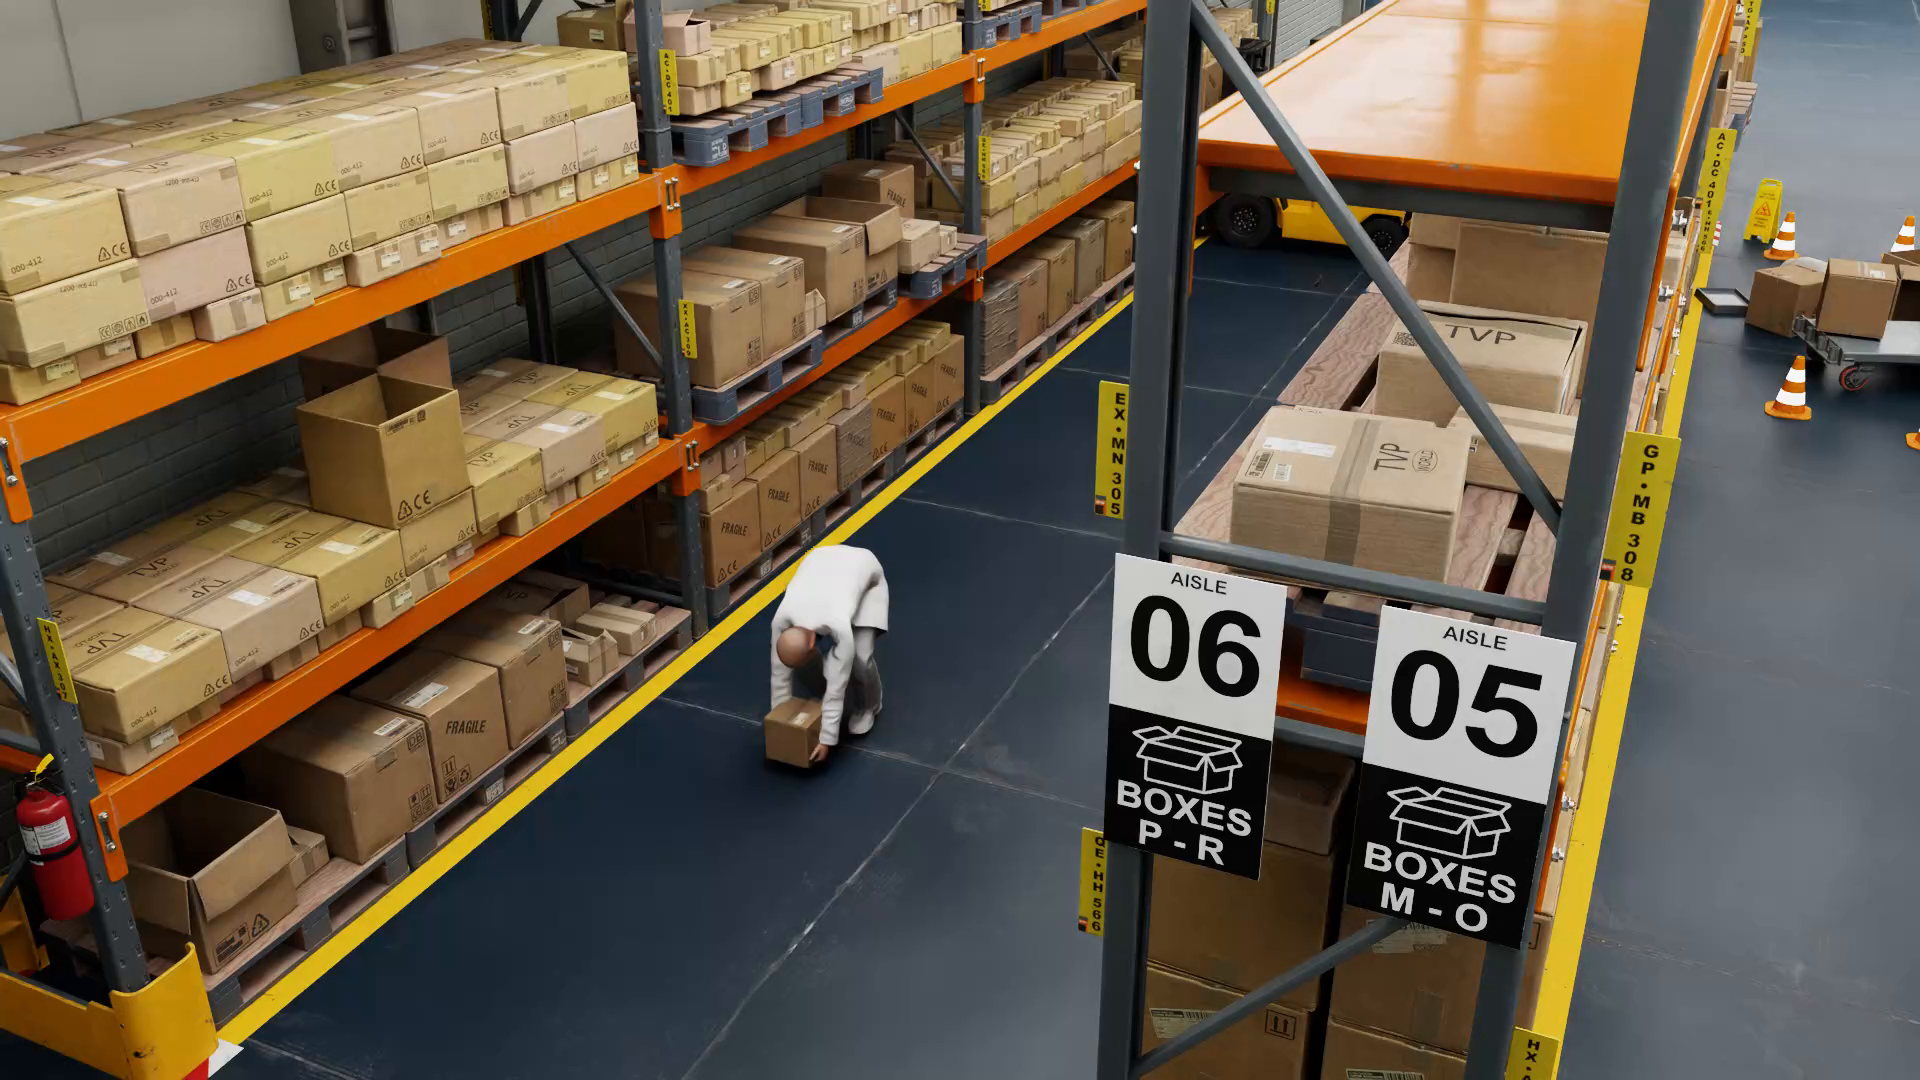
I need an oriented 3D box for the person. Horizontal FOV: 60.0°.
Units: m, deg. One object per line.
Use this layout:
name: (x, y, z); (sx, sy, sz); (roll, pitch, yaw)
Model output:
person: (-0.712, 0.584, 8.798); (0.591, 1.010, 0.942); (10, 27, 19)
